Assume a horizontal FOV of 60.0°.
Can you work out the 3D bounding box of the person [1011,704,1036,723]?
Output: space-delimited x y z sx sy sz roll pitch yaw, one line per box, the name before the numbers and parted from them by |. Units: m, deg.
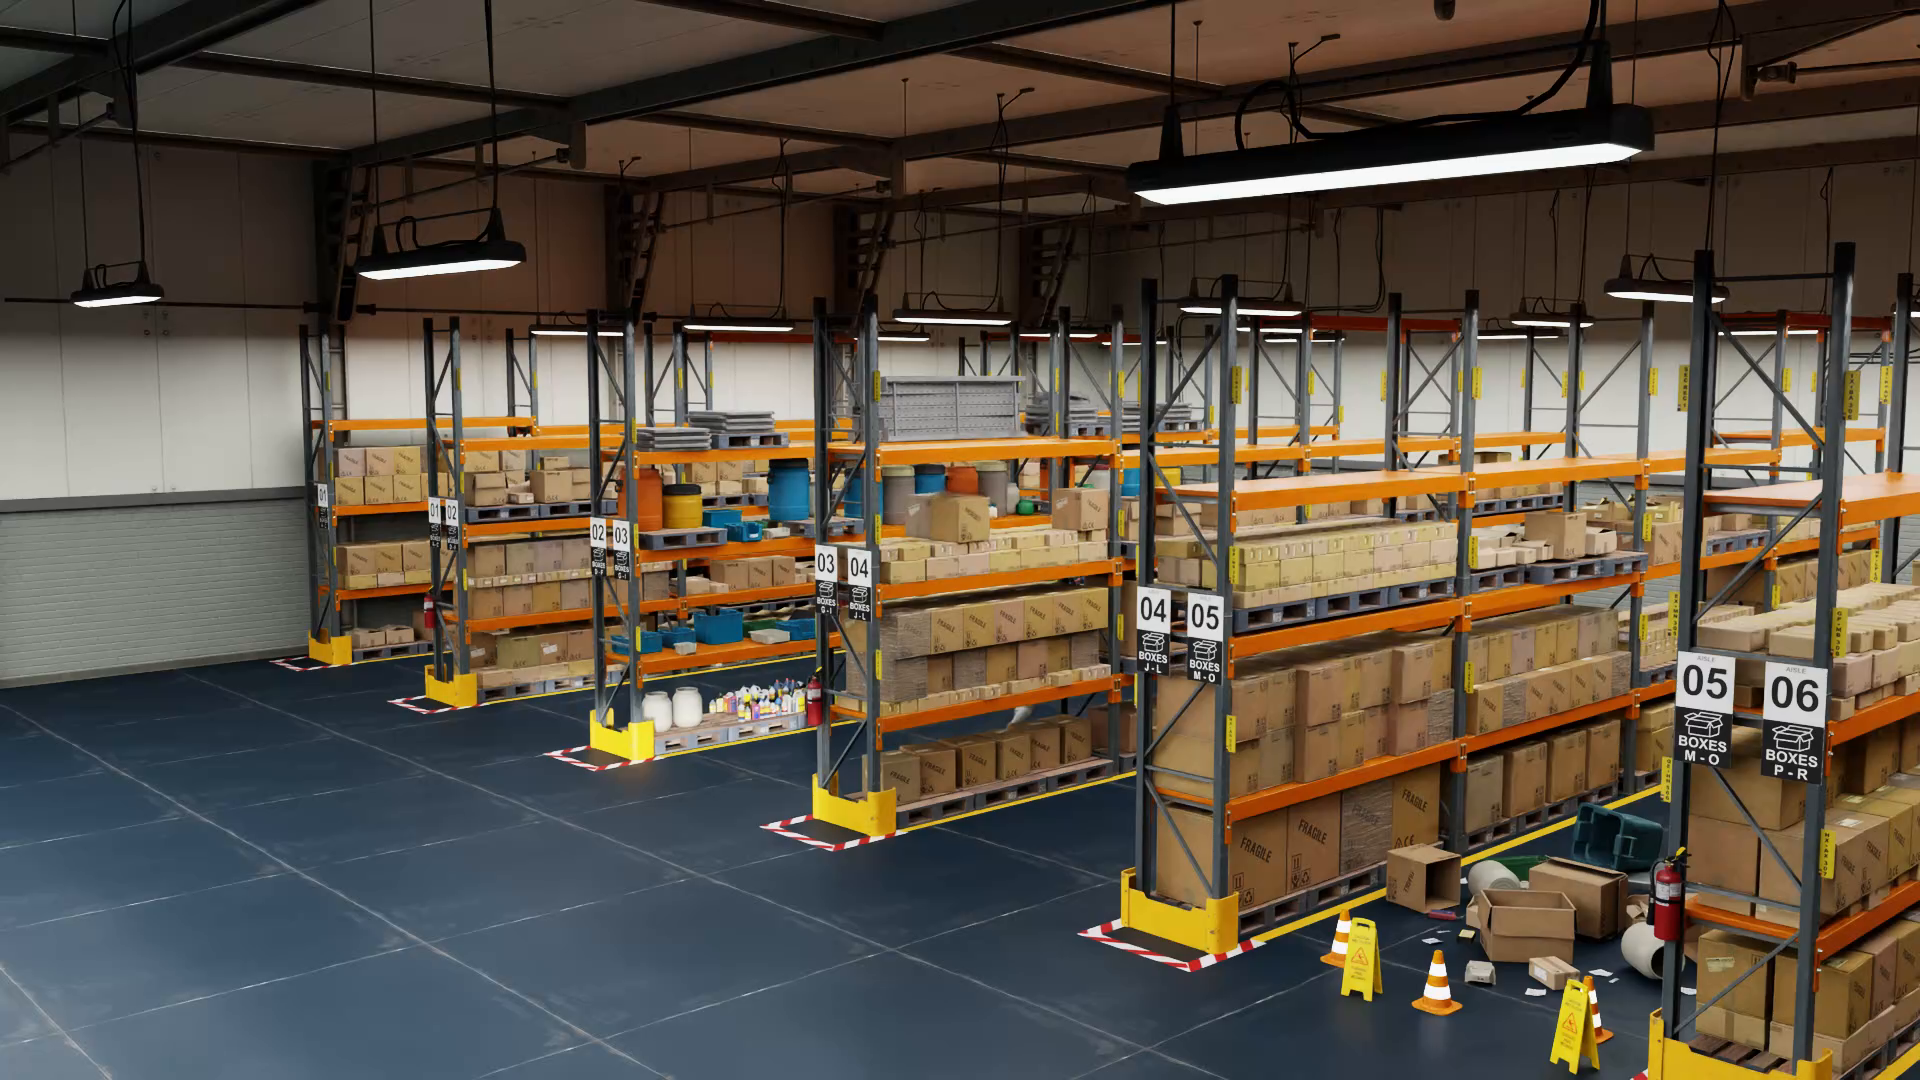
person | 0.830 1.939 23.323 0.533 1.762 0.576 -2 6 -19
